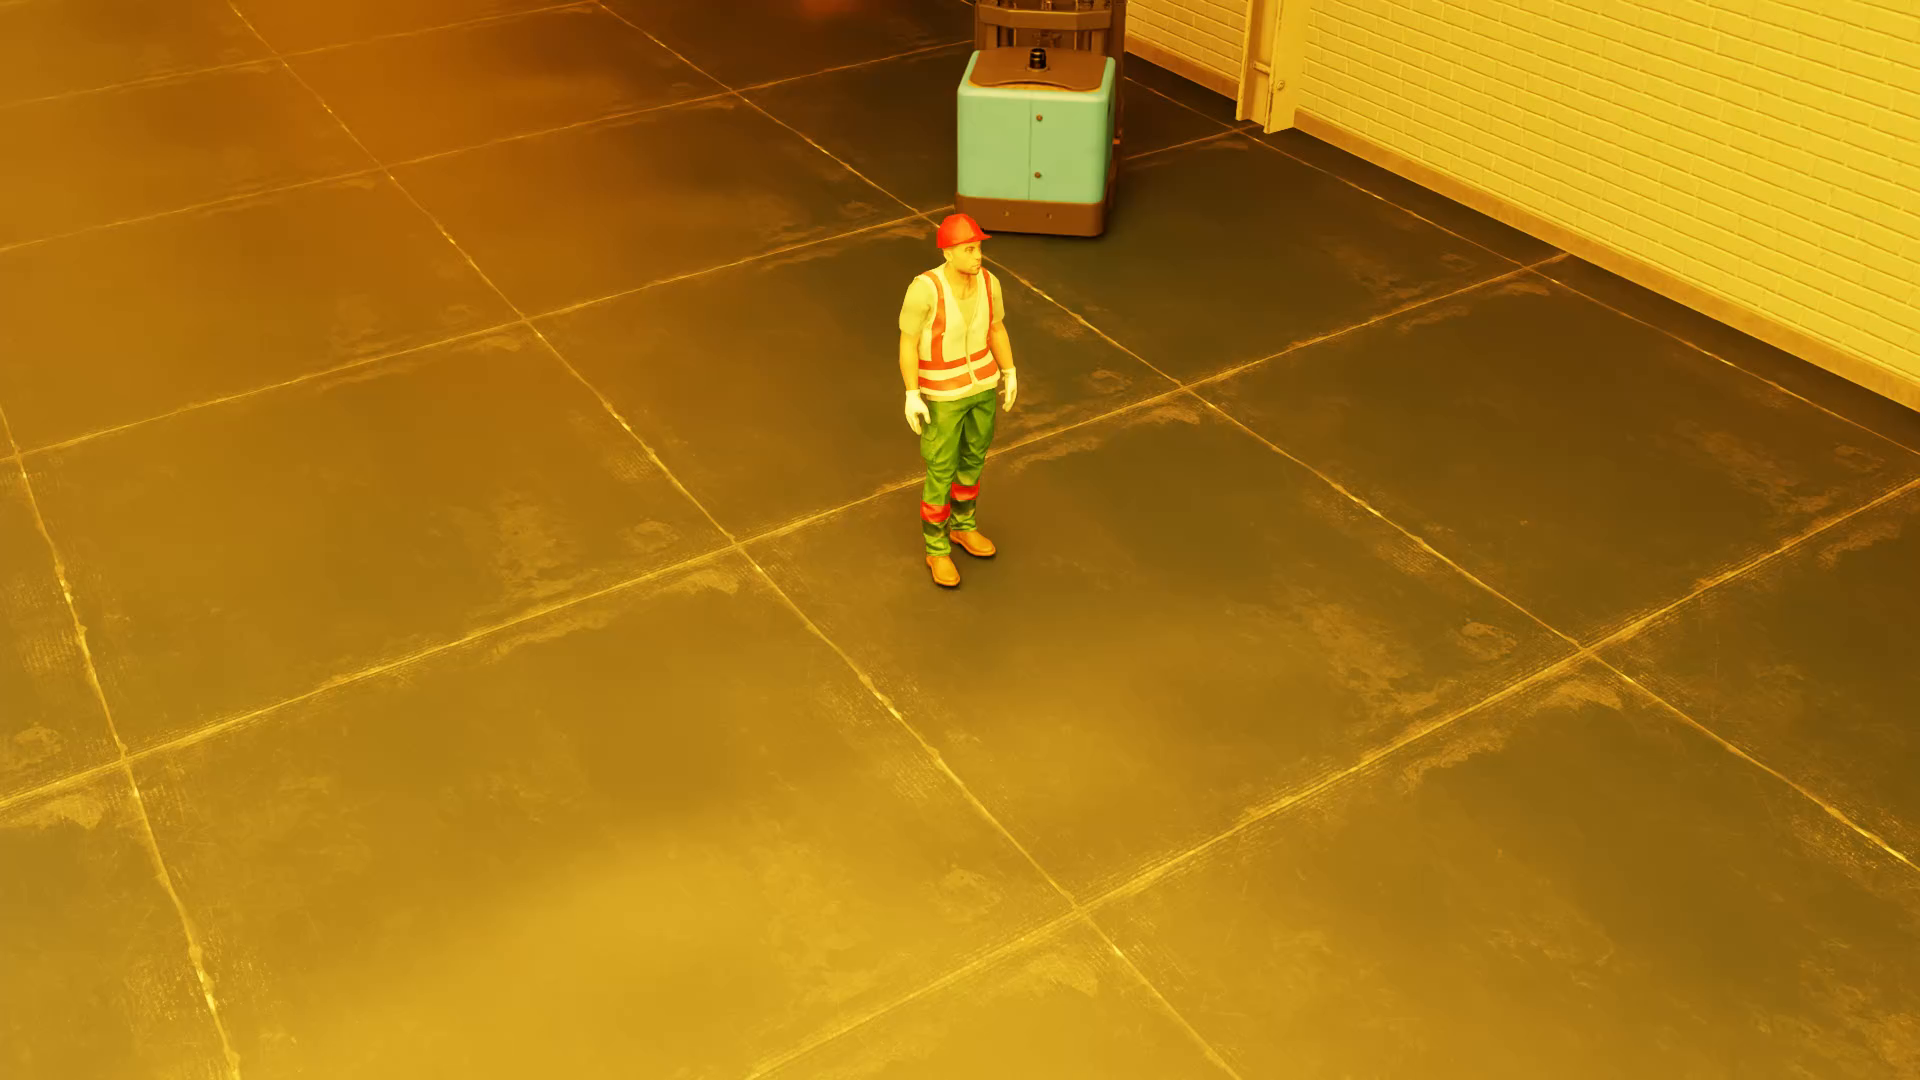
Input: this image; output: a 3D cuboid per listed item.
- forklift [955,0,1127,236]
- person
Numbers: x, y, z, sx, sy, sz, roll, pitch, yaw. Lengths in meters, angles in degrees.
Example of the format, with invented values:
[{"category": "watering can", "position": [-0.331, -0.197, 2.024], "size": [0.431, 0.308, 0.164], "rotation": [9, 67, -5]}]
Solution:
[{"category": "forklift", "position": [0.688, -4.150, 12.054], "size": [1.130, 2.935, 3.031], "rotation": [5, 35, 7]}, {"category": "person", "position": [0.034, -0.695, 8.118], "size": [0.637, 1.790, 0.562], "rotation": [-21, 40, -27]}]
